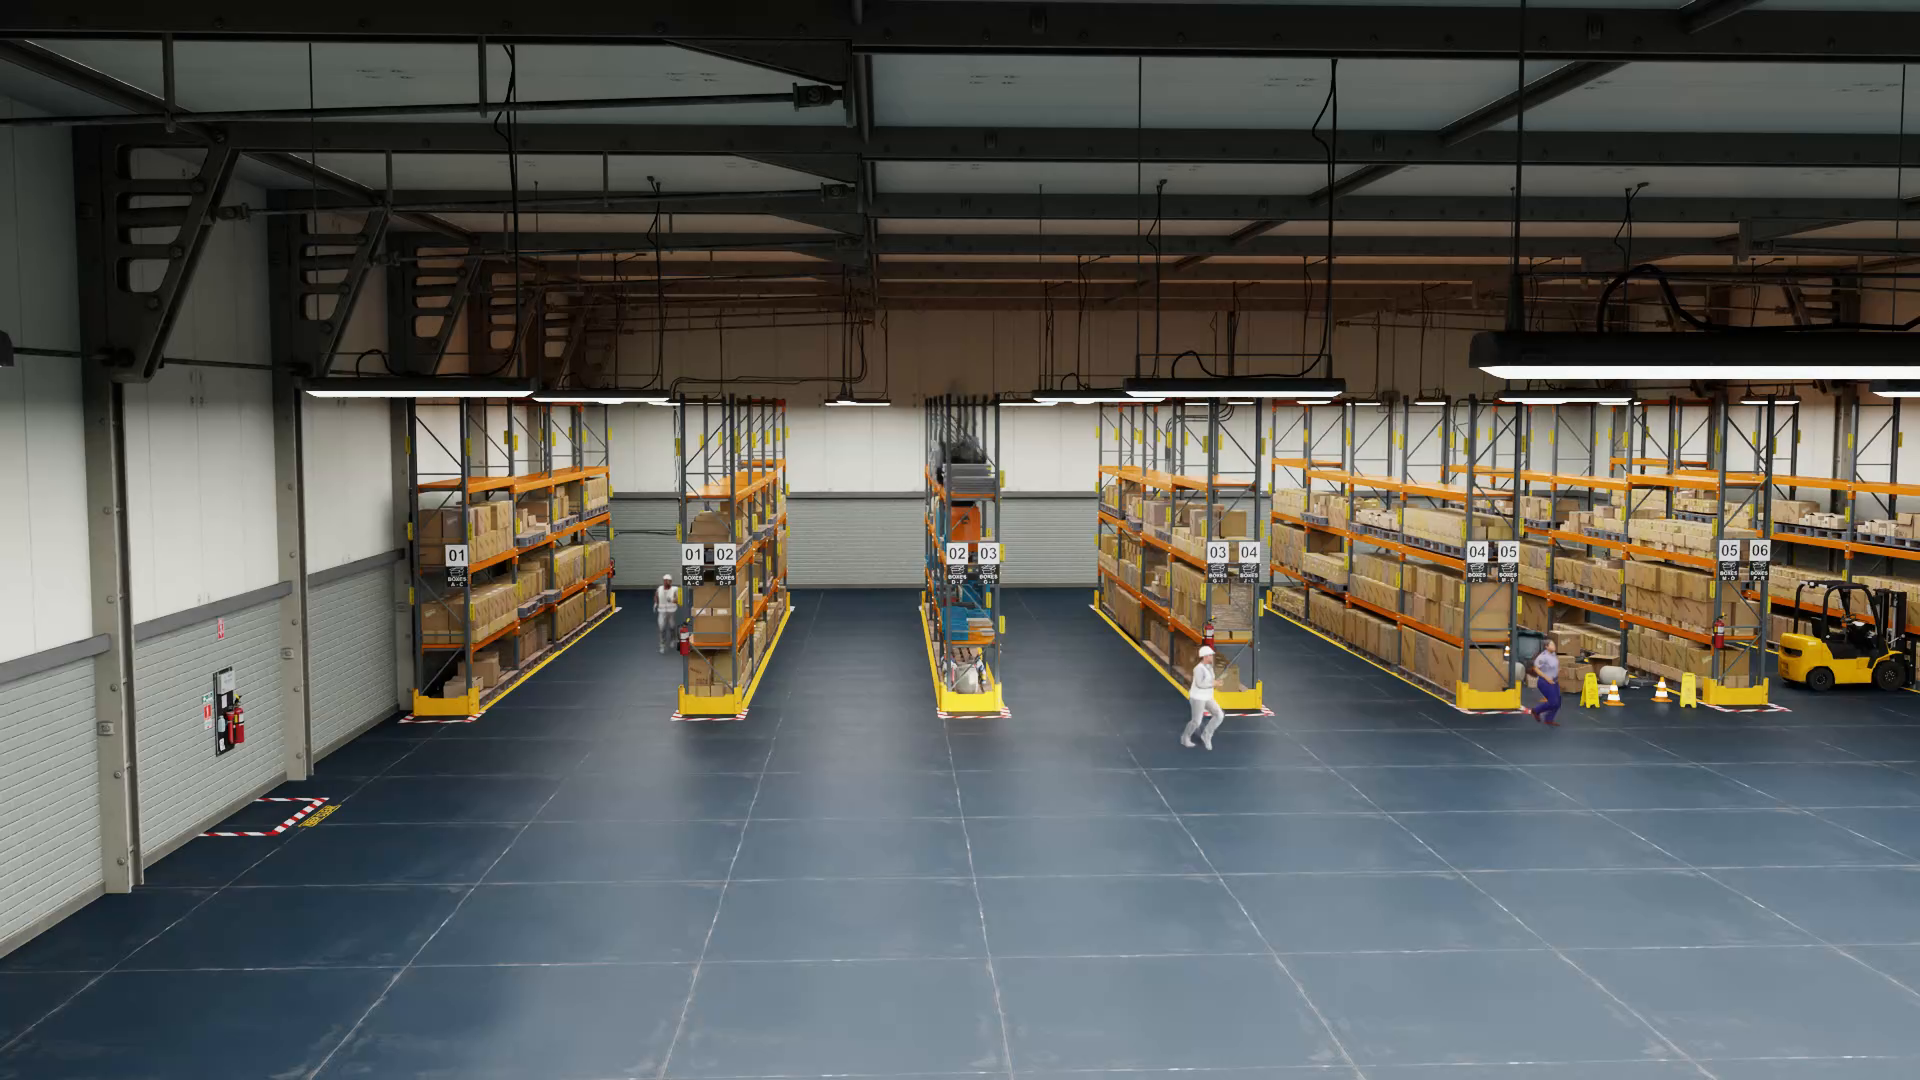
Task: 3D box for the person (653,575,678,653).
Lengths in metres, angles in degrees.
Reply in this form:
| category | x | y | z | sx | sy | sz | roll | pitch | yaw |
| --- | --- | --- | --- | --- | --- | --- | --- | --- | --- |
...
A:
| category | x | y | z | sx | sy | sz | roll | pitch | yaw |
| --- | --- | --- | --- | --- | --- | --- | --- | --- | --- |
| person | -6.888 | 1.710 | 39.141 | 0.680 | 1.797 | 0.932 | 0 | 5 | -2 |

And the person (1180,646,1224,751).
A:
| category | x | y | z | sx | sy | sz | roll | pitch | yaw |
| --- | --- | --- | --- | --- | --- | --- | --- | --- | --- |
| person | 4.057 | 2.644 | 27.786 | 0.807 | 1.763 | 0.682 | 3 | 5 | 33 |

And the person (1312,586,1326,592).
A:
| category | x | y | z | sx | sy | sz | roll | pitch | yaw |
| --- | --- | --- | --- | --- | --- | --- | --- | --- | --- |
| person | 10.644 | 1.015 | 49.196 | 0.696 | 1.738 | 0.626 | 0 | 5 | -1 |

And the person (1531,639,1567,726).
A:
| category | x | y | z | sx | sy | sz | roll | pitch | yaw |
| --- | --- | --- | --- | --- | --- | --- | --- | --- | --- |
| person | 10.585 | 2.576 | 29.943 | 0.592 | 1.584 | 0.626 | 4 | 6 | 40 |
